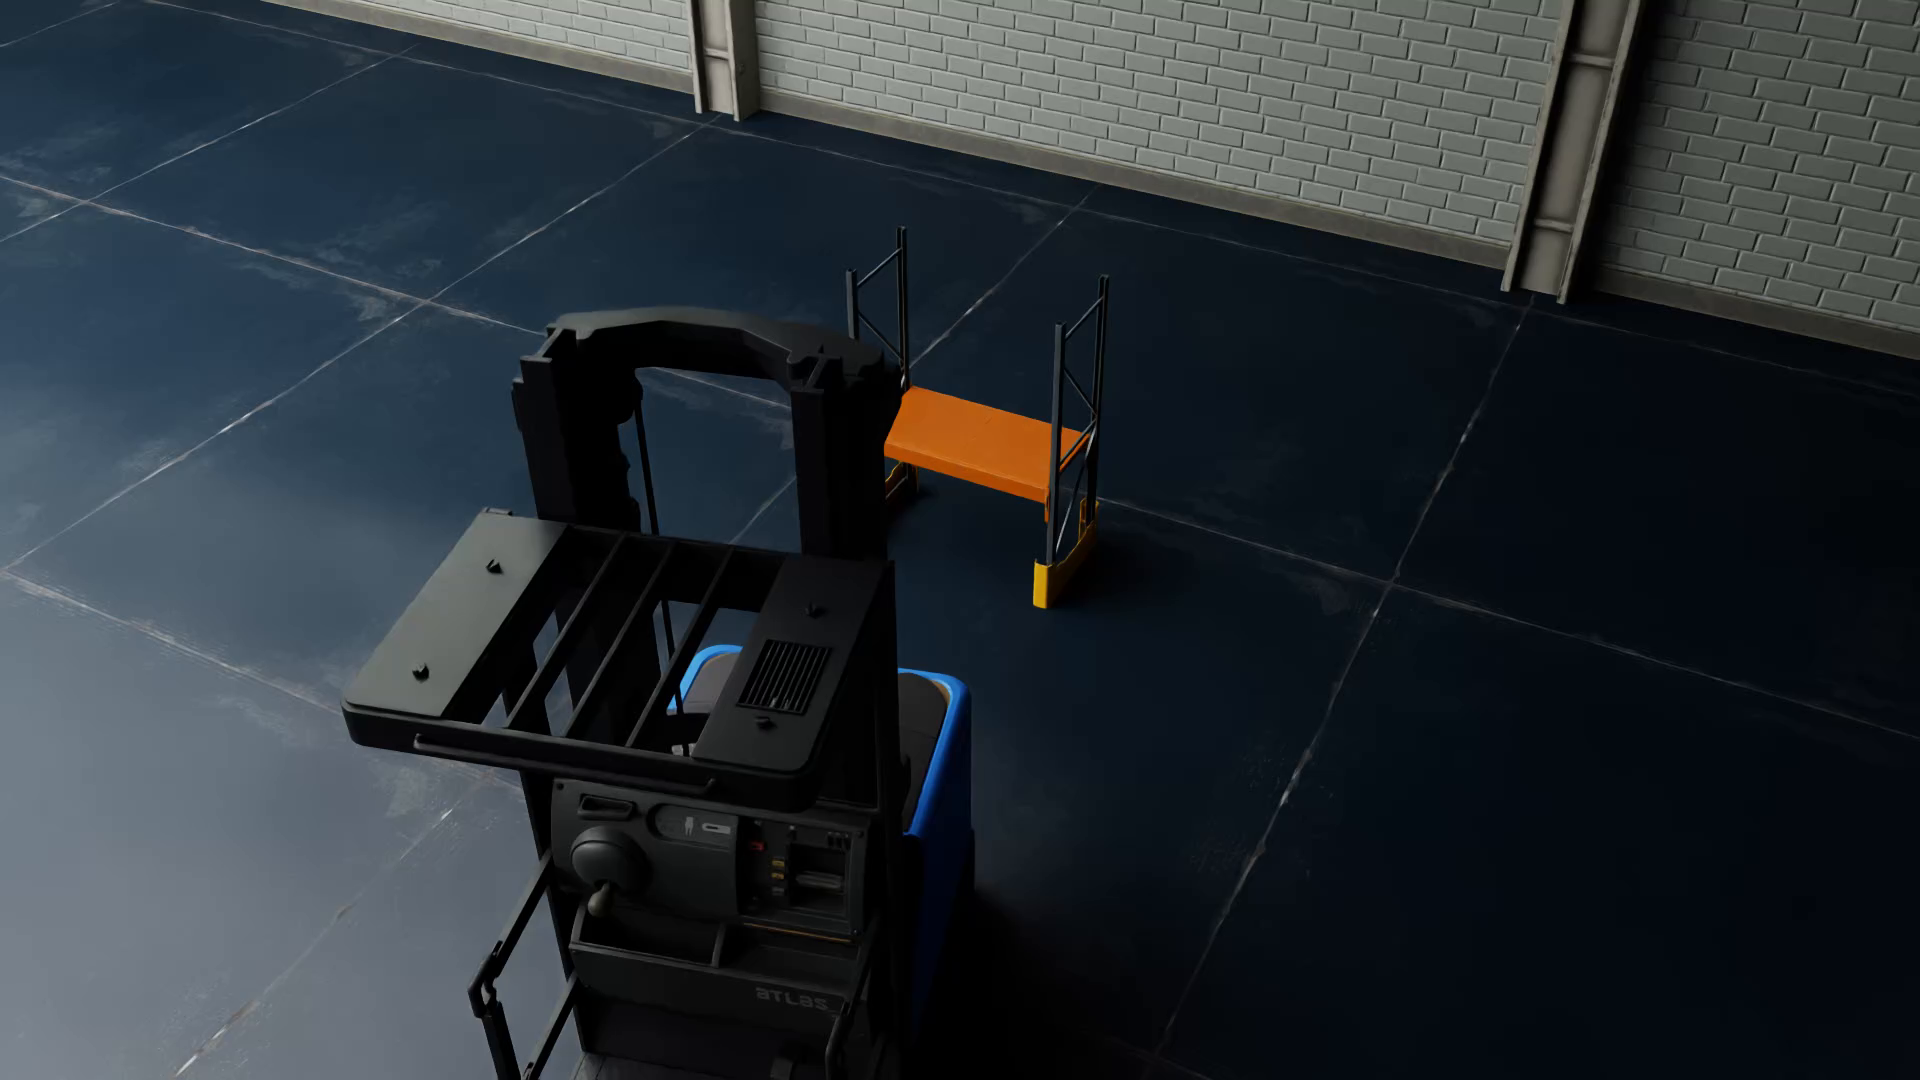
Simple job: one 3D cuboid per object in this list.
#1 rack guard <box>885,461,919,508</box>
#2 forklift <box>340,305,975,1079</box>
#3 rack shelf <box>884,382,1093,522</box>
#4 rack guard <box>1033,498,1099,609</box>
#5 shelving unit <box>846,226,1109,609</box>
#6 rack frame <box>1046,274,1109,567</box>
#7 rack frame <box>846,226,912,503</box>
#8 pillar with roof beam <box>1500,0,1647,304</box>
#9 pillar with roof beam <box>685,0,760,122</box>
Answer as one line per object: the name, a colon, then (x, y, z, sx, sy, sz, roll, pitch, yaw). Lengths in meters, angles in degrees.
rack guard: (-0.375, -0.217, 8.329, 0.087, 0.250, 0.587, 17, 41, 21)
forklift: (-0.753, 0.980, 4.535, 1.130, 2.935, 3.031, 7, 38, 10)
rack shelf: (0.076, -0.430, 7.874, 1.000, 0.185, 0.538, 17, 41, 21)
rack guard: (0.510, 0.060, 7.964, 0.087, 0.250, 0.587, 17, 41, 21)
shelving unit: (0.068, -0.576, 7.769, 1.083, 1.500, 0.587, 17, 41, 21)
rack frame: (0.527, -0.432, 7.579, 0.032, 1.500, 0.500, 17, 41, 21)
rack frame: (-0.376, -0.715, 7.952, 0.032, 1.500, 0.500, 17, 41, 21)
pillar with roof beam: (1.609, -2.846, 4.556, 0.400, 9.000, 9.100, 17, 41, 21)
pillar with roof beam: (-3.719, -4.514, 6.754, 0.400, 9.000, 9.100, 17, 41, 21)
